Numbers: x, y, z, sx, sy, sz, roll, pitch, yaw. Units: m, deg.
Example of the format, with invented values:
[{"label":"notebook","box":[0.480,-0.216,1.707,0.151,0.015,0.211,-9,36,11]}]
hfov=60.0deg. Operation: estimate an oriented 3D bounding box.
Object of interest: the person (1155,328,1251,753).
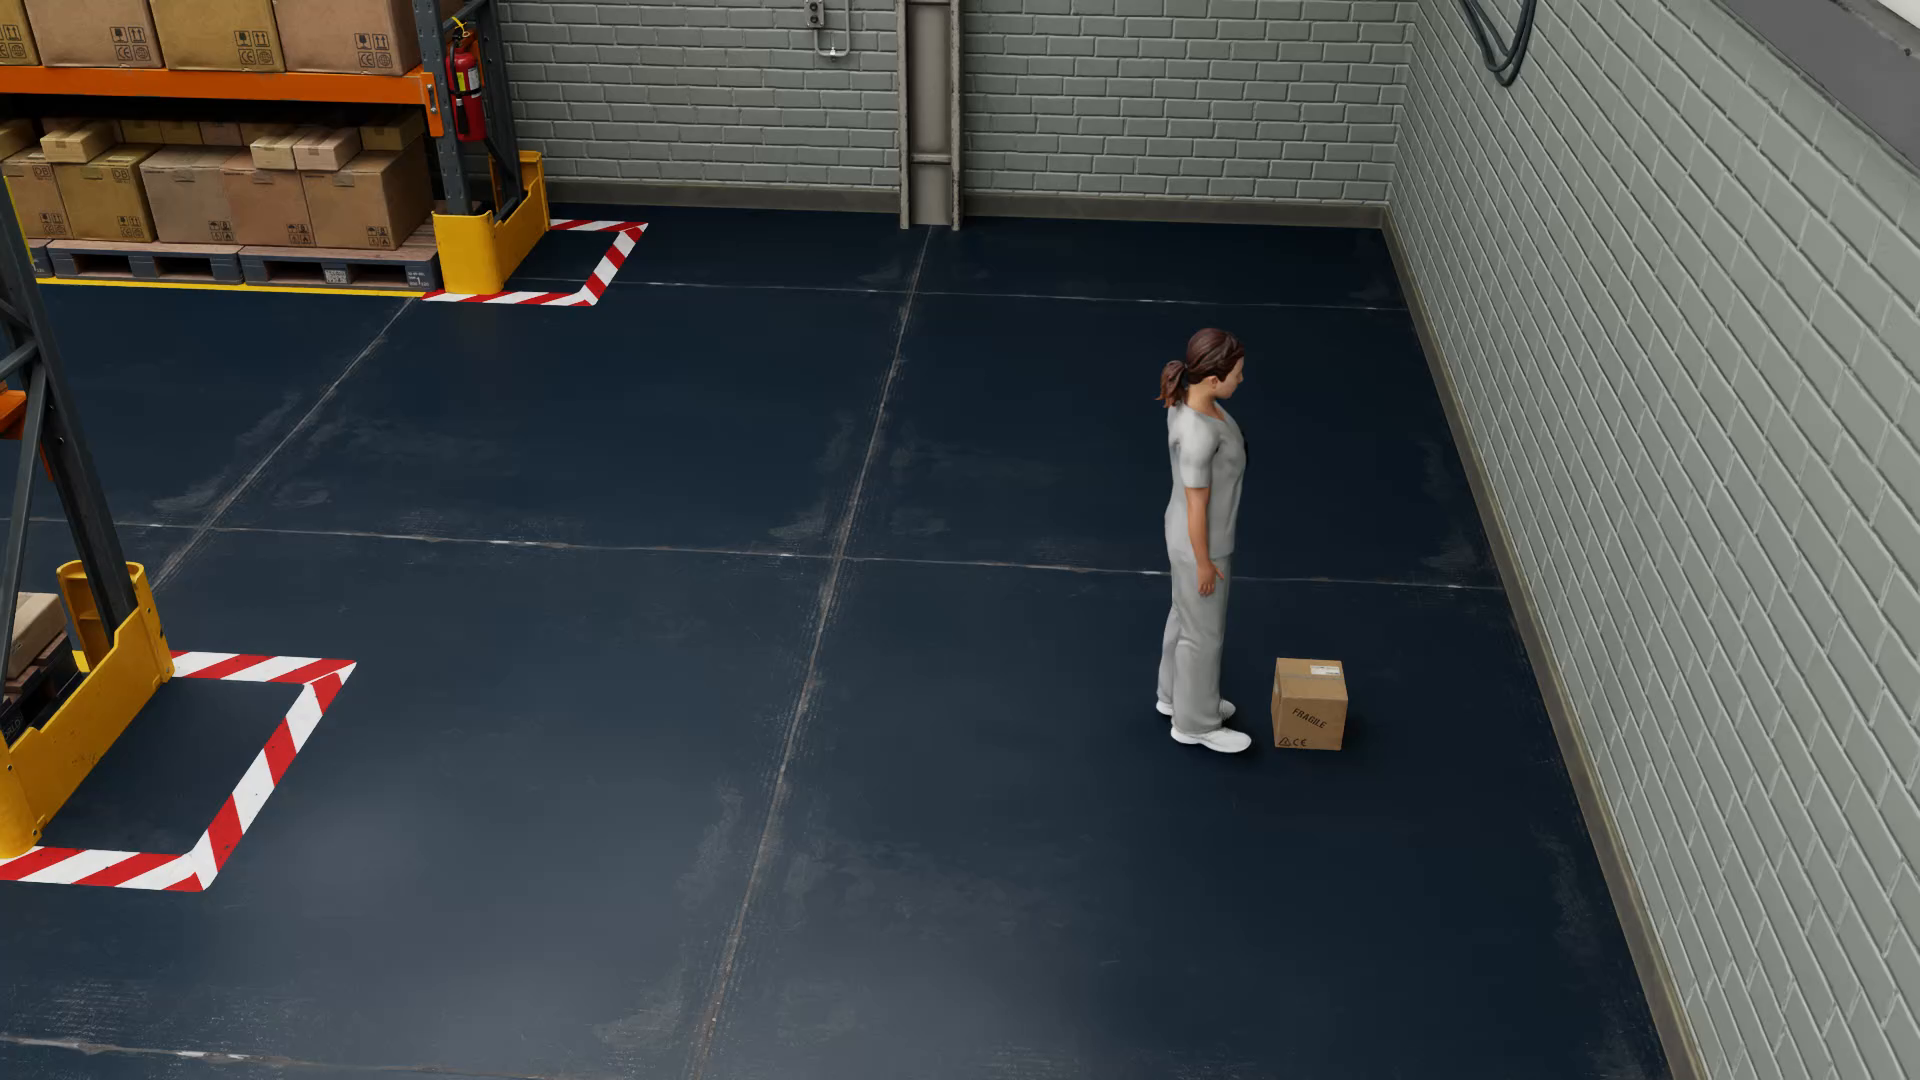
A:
[{"label":"person","box":[0.908,-0.002,6.112,0.455,1.684,0.448,3,32,4]}]
